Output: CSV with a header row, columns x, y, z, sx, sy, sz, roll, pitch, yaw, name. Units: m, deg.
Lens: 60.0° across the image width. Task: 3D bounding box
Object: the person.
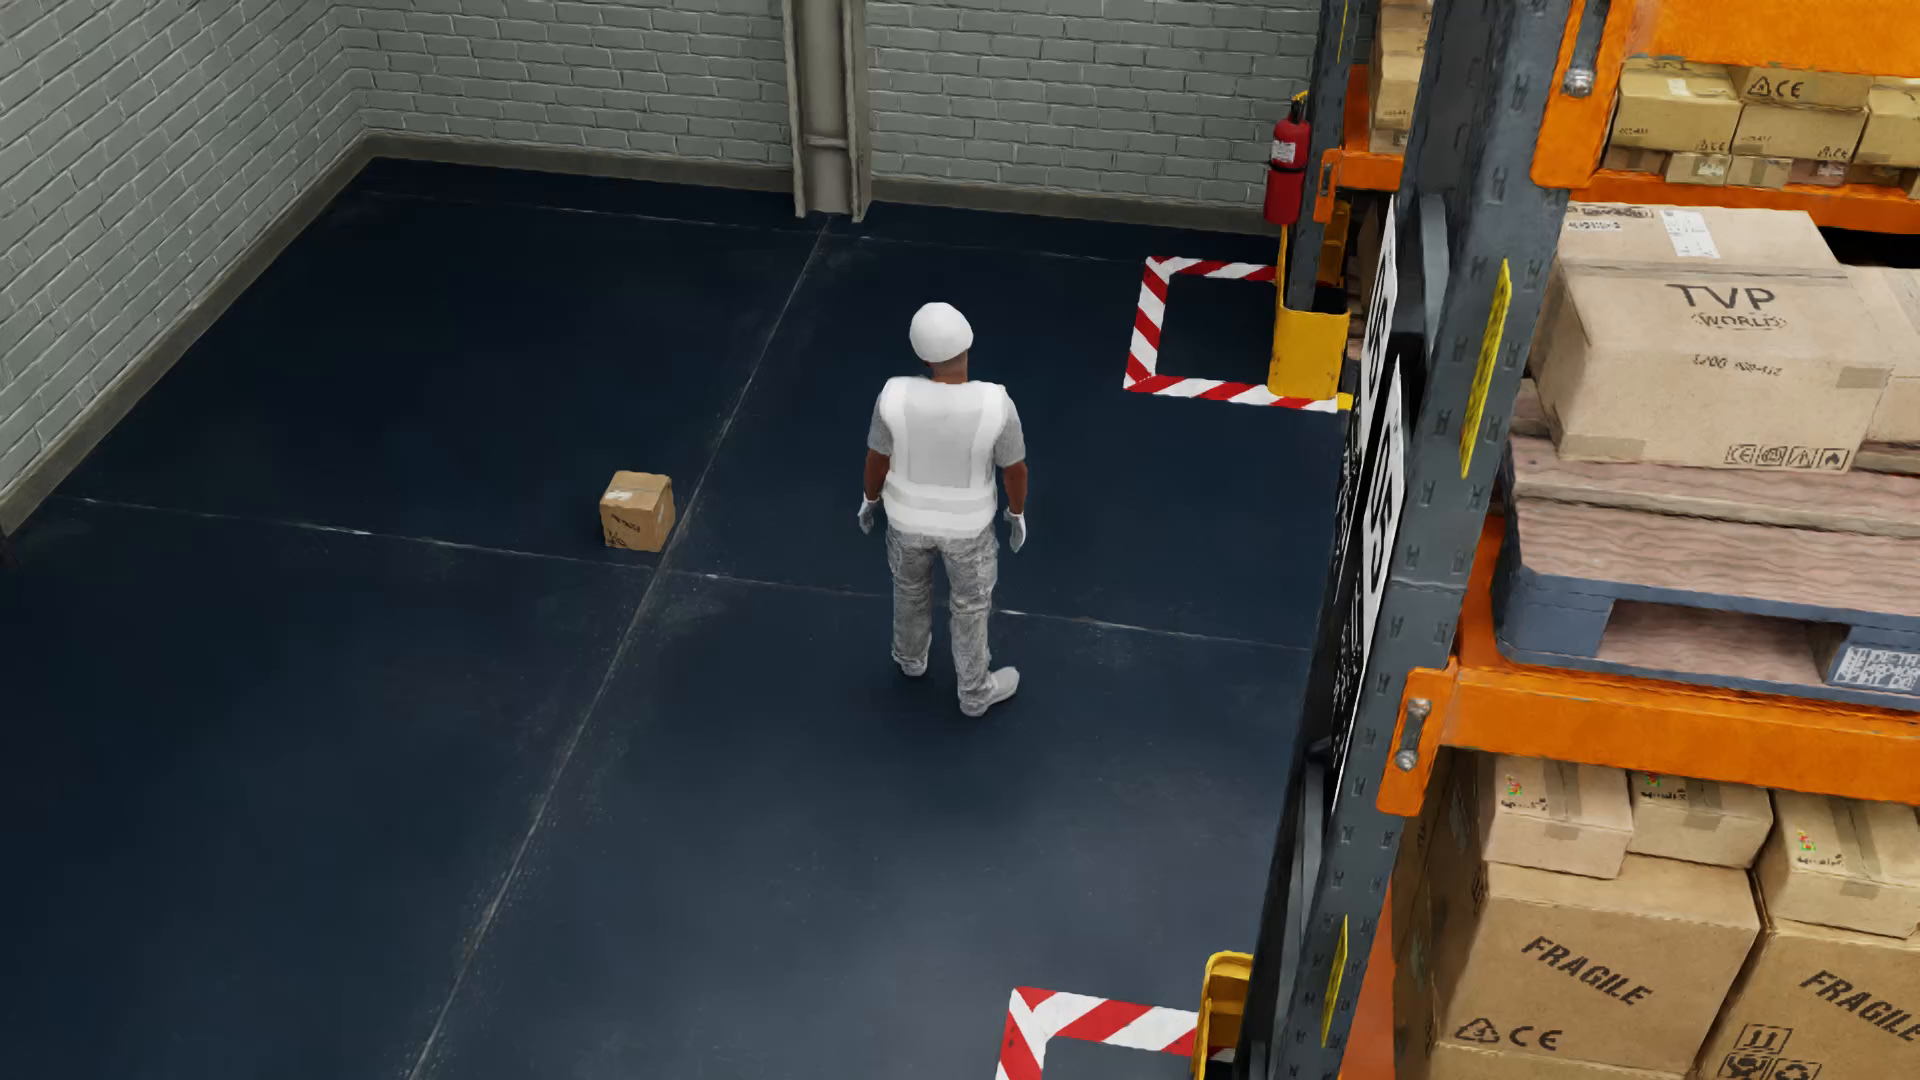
x,y,z,sx,sy,sz,roll,pitch,yaw,name
-0.063,-0.136,6.259,0.640,1.784,0.511,5,40,6,person
